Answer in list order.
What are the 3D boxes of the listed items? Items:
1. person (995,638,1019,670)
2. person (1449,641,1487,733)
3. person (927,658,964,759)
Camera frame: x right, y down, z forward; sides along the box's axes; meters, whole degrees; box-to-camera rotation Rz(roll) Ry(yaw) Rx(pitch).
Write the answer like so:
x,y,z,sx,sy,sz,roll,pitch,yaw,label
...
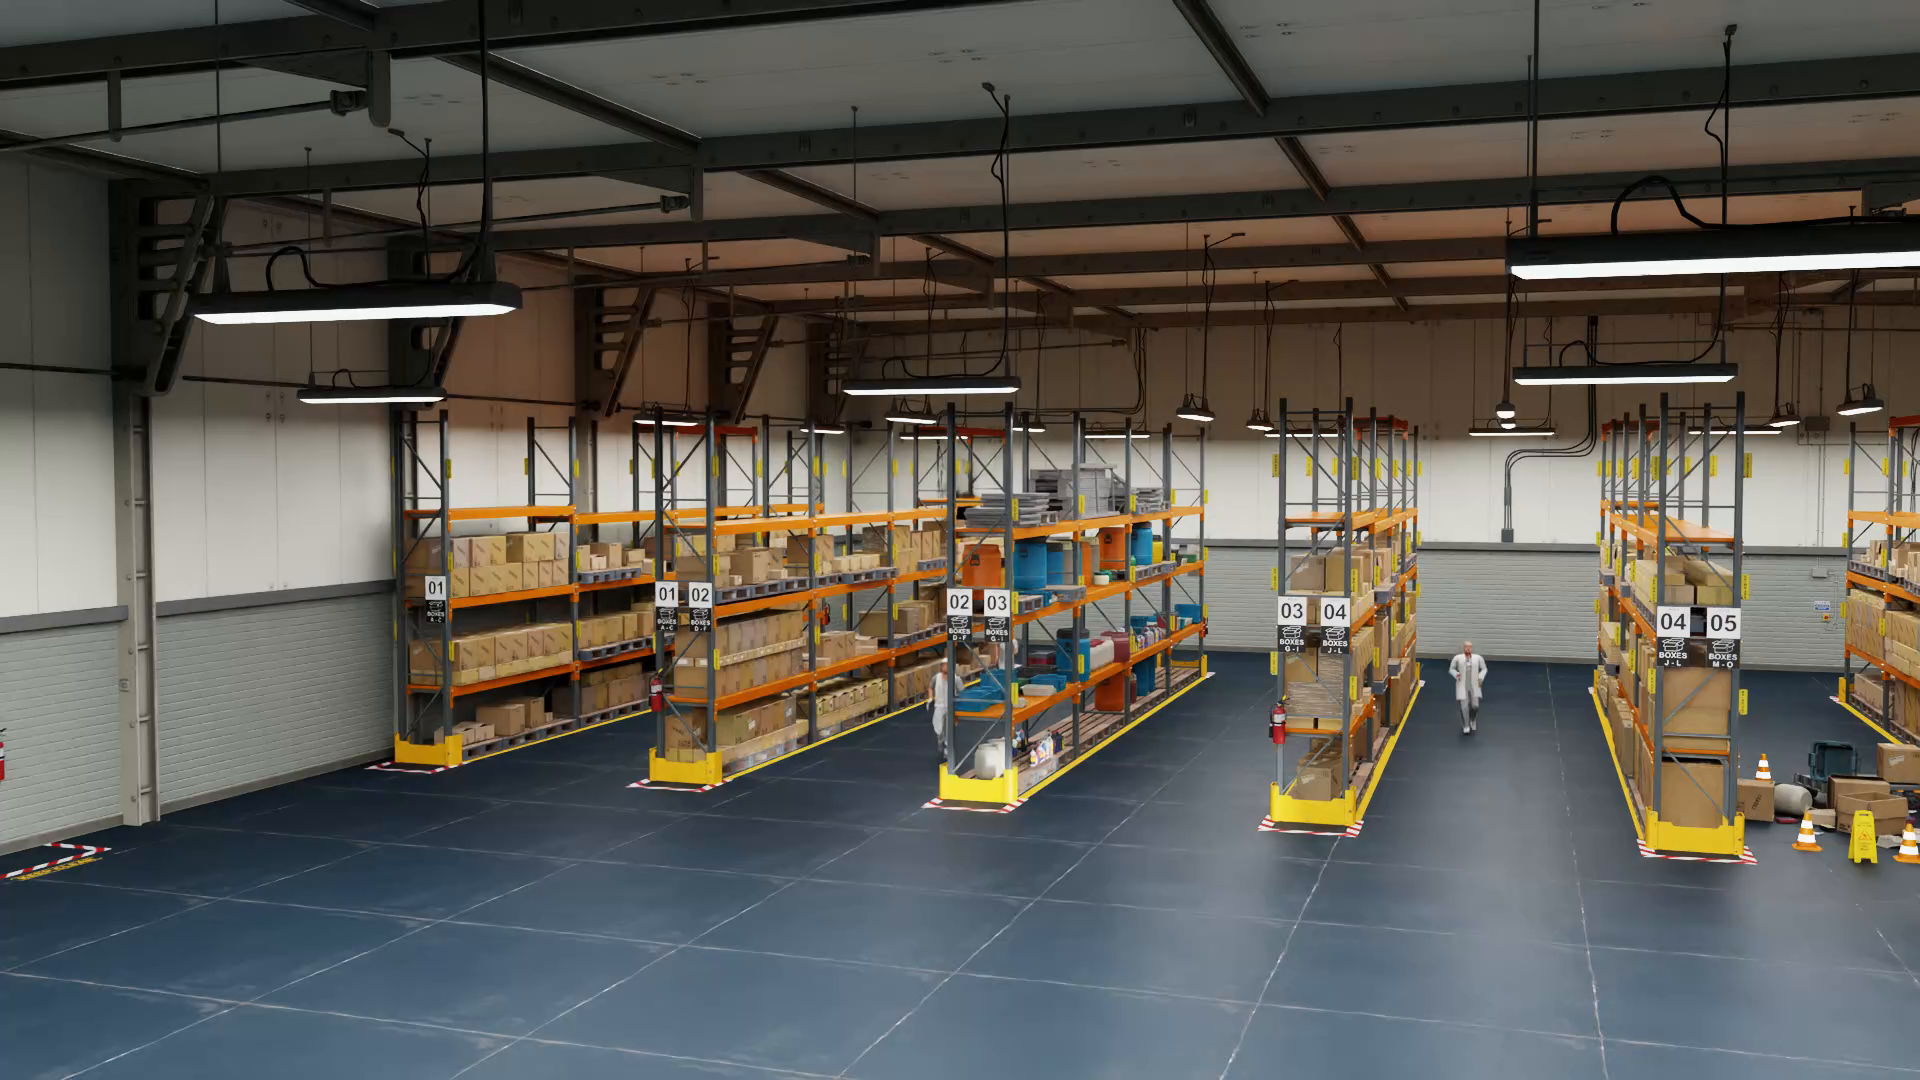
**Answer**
x,y,z,sx,sy,sz,roll,pitch,yaw,label
0.991,2.650,35.413,0.527,1.687,0.787,0,2,8,person
9.594,2.782,31.379,0.702,1.730,0.634,1,3,13,person
-0.256,2.901,28.585,0.655,1.741,0.583,0,2,8,person
